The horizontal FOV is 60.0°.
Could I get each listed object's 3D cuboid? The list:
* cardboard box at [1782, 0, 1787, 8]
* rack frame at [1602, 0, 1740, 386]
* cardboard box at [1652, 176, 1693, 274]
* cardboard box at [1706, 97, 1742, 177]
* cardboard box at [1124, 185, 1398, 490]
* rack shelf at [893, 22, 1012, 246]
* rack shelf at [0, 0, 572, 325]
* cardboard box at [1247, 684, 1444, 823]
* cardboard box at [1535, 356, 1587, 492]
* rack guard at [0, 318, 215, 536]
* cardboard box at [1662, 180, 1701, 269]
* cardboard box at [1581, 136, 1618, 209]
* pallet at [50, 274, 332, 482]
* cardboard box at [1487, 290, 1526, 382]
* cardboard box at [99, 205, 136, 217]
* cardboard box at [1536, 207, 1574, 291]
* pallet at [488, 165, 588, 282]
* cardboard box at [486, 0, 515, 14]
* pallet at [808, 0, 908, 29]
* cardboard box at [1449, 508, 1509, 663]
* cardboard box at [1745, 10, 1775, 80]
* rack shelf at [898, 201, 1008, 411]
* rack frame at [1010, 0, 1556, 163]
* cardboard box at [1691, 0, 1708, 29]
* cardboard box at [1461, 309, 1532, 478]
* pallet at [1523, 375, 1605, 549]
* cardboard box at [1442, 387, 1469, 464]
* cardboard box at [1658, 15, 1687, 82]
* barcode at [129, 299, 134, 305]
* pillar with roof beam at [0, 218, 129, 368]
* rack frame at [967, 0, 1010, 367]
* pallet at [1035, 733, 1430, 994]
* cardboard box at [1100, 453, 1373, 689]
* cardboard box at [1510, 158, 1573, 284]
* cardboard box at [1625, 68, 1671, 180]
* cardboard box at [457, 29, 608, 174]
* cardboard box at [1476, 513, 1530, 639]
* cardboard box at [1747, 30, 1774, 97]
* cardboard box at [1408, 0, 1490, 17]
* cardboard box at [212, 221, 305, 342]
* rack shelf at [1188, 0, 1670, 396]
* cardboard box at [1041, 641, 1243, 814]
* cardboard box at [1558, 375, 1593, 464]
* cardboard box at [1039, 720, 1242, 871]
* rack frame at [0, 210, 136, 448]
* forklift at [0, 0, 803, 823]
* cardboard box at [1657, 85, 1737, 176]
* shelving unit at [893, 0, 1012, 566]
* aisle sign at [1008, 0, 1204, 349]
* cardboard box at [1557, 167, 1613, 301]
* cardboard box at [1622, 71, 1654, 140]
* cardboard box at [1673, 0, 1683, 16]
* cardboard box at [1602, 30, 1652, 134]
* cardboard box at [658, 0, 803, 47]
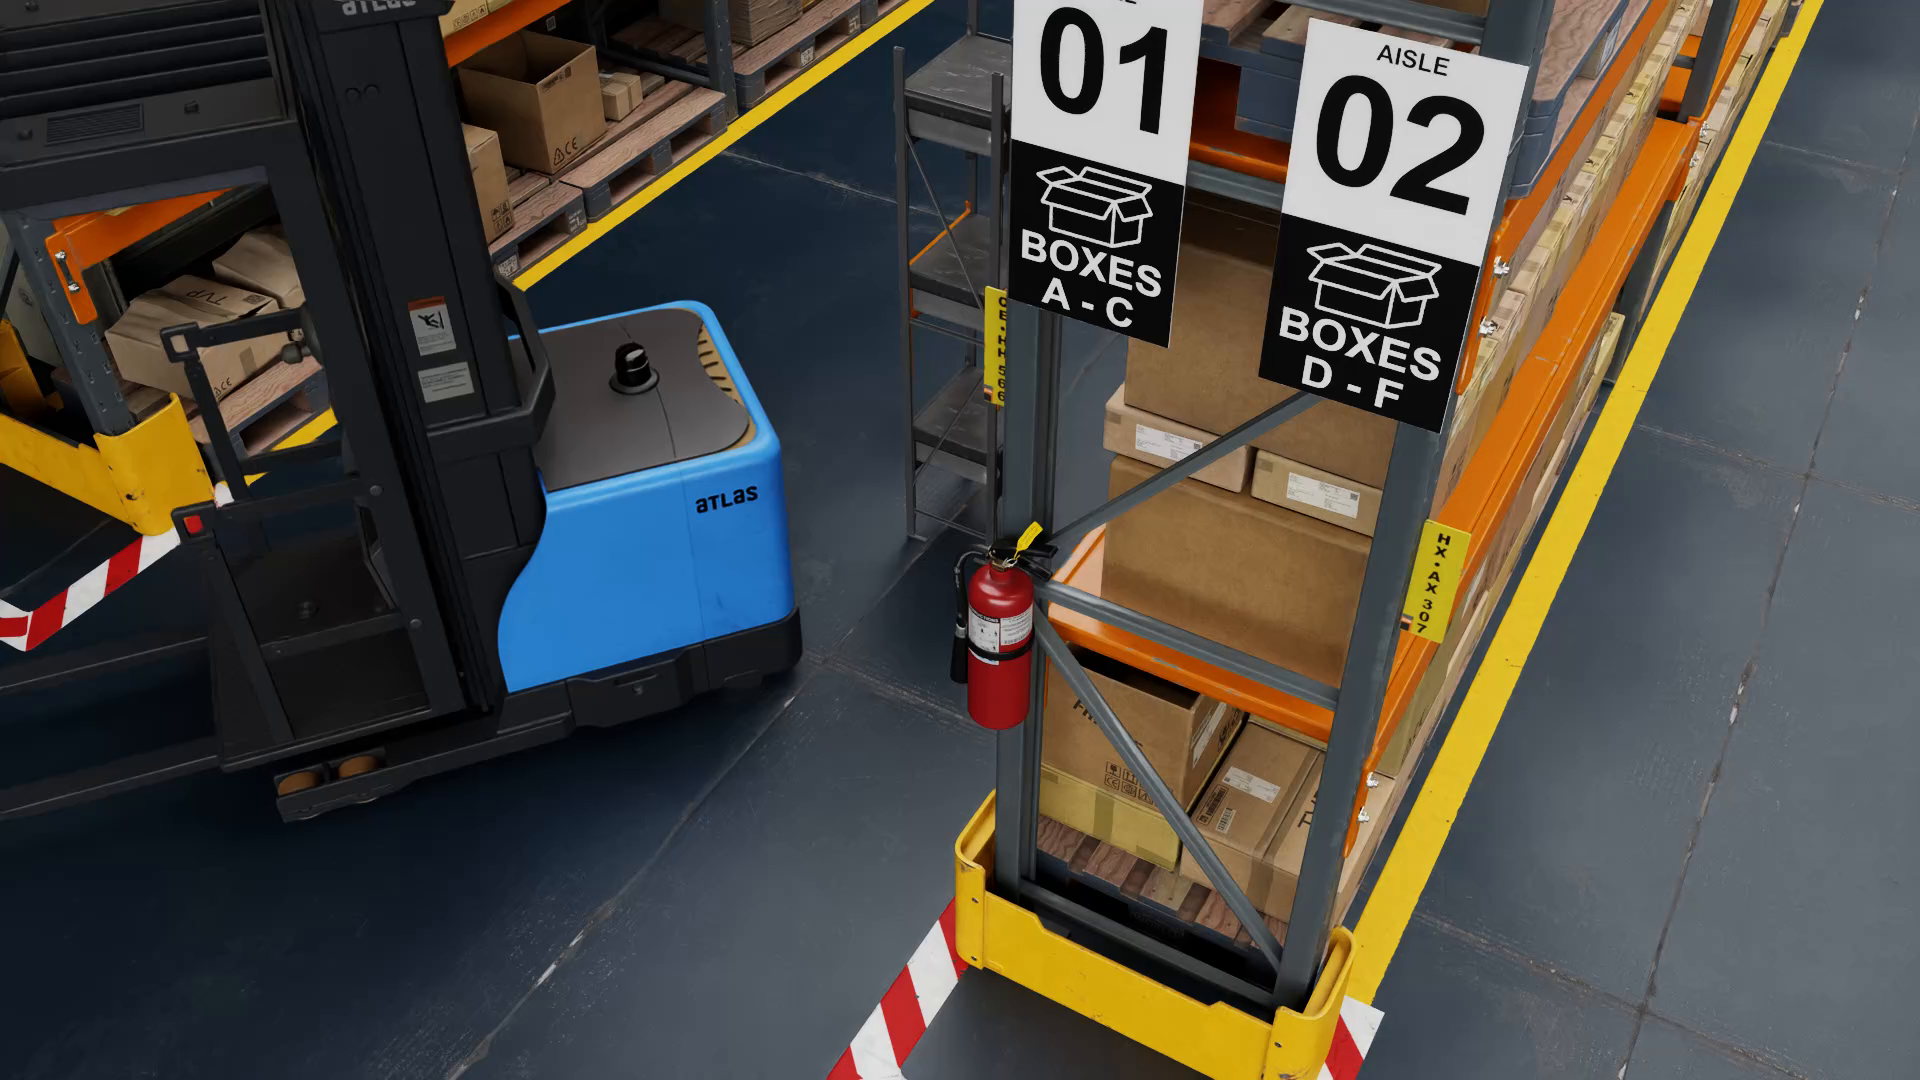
[{"bbox_3d":[4.520,-3.270,9.533,0.500,0.311,0.500,22,46,23],"label":"cardboard box"},{"bbox_3d":[2.567,-2.027,6.782,1.000,3.000,0.127,21,45,22],"label":"rack frame"},{"bbox_3d":[2.990,-1.517,7.541,0.500,0.311,0.500,21,46,22],"label":"cardboard box"},{"bbox_3d":[3.753,-2.181,8.720,0.500,0.250,0.500,22,46,23],"label":"cardboard box"},{"bbox_3d":[0.837,-0.555,4.054,0.700,0.500,0.500,21,46,22],"label":"cardboard box"},{"bbox_3d":[0.083,-1.398,5.710,0.431,0.518,0.480,21,45,22],"label":"rack shelf"},{"bbox_3d":[-2.724,-2.248,7.578,1.077,0.370,4.000,21,45,22],"label":"rack shelf"},{"bbox_3d":[1.273,0.616,5.544,0.500,0.250,0.500,21,45,22],"label":"cardboard box"},{"bbox_3d":[2.017,-0.527,6.274,0.500,0.500,0.500,21,45,22],"label":"cardboard box"},{"bbox_3d":[-3.687,-0.479,6.916,1.175,0.500,0.348,21,45,22],"label":"rack guard"},{"bbox_3d":[3.240,-1.593,8.052,0.500,0.250,0.500,22,46,23],"label":"cardboard box"},{"bbox_3d":[1.849,-1.202,5.279,0.380,0.149,0.250,22,46,23],"label":"cardboard box"},{"bbox_3d":[-3.250,-0.824,7.526,1.003,0.211,1.213,21,45,22],"label":"pallet"},{"bbox_3d":[1.332,-0.610,4.607,0.380,0.149,0.250,20,45,21],"label":"cardboard box"},{"bbox_3d":[-3.206,-1.499,6.281,0.500,0.250,0.500,20,45,21],"label":"cardboard box"},{"bbox_3d":[1.591,-0.910,4.947,0.380,0.149,0.250,20,45,22],"label":"cardboard box"},{"bbox_3d":[-2.639,-1.520,8.316,1.003,0.211,1.213,21,45,22],"label":"pallet"},{"bbox_3d":[-2.193,-2.668,7.608,0.500,0.250,0.500,21,45,22],"label":"cardboard box"},{"bbox_3d":[-0.726,-3.763,10.863,1.003,0.211,1.213,21,45,22],"label":"pallet"},{"bbox_3d":[1.514,0.045,5.625,0.500,0.500,0.500,21,45,22],"label":"cardboard box"},{"bbox_3d":[4.010,-2.683,8.865,0.500,0.311,0.500,21,45,22],"label":"cardboard box"},{"bbox_3d":[0.083,-0.872,6.173,0.431,0.518,0.480,21,45,22],"label":"rack shelf"},{"bbox_3d":[0.565,-1.989,2.200,1.000,3.000,0.127,21,45,22],"label":"rack frame"},{"bbox_3d":[2.617,-2.081,6.277,0.380,0.149,0.250,21,45,22],"label":"cardboard box"},{"bbox_3d":[1.322,-0.623,5.112,0.700,0.500,0.500,21,46,22],"label":"cardboard box"},{"bbox_3d":[2.133,-0.539,7.202,1.003,0.211,1.213,21,45,22],"label":"pallet"},{"bbox_3d":[1.078,-0.324,4.282,0.380,0.149,0.250,20,45,21],"label":"cardboard box"},{"bbox_3d":[2.362,-1.790,5.946,0.380,0.149,0.250,20,45,21],"label":"cardboard box"},{"bbox_3d":[-3.638,-1.042,7.359,0.001,0.075,0.075,21,45,22],"label":"barcode"},{"bbox_3d":[-0.397,-2.888,3.221,9.100,9.000,0.400,21,45,22],"label":"pillar with roof beam"},{"bbox_3d":[0.205,-1.022,6.322,0.400,2.100,0.015,21,45,22],"label":"rack frame"},{"bbox_3d":[0.912,0.857,5.617,1.003,0.211,1.213,21,45,22],"label":"pallet"},{"bbox_3d":[0.810,-0.038,4.448,0.700,0.500,0.500,21,45,22],"label":"cardboard box"},{"bbox_3d":[1.347,-1.147,4.725,0.700,0.500,0.500,21,46,22],"label":"cardboard box"},{"bbox_3d":[2.351,-1.808,6.458,0.700,0.500,0.500,20,45,21],"label":"cardboard box"},{"bbox_3d":[-2.208,-2.283,8.631,0.500,0.500,0.500,18,44,19],"label":"cardboard box"},{"bbox_3d":[1.778,0.045,6.192,0.500,0.250,0.500,21,45,22],"label":"cardboard box"},{"bbox_3d":[4.262,-2.763,9.381,0.500,0.250,0.500,20,45,22],"label":"cardboard box"},{"bbox_3d":[0.857,-1.440,3.344,0.797,0.503,0.637,24,47,25],"label":"cardboard box"},{"bbox_3d":[-3.016,-1.222,7.570,0.500,0.311,0.500,25,47,25],"label":"cardboard box"},{"bbox_3d":[1.566,-1.738,4.729,1.077,0.370,4.000,21,45,22],"label":"rack shelf"},{"bbox_3d":[0.576,0.450,5.165,0.500,0.500,0.500,21,45,22],"label":"cardboard box"},{"bbox_3d":[2.266,-0.532,6.847,0.500,0.250,0.500,21,45,22],"label":"cardboard box"},{"bbox_3d":[0.578,0.732,5.412,0.500,0.250,0.500,21,45,22],"label":"cardboard box"},{"bbox_3d":[-3.725,-1.374,6.041,1.000,3.000,0.127,21,45,22],"label":"rack frame"},{"bbox_3d":[-2.153,-0.545,5.152,3.031,2.935,1.130,-15,43,-16],"label":"forklift"},{"bbox_3d":[3.503,-2.098,8.201,0.500,0.311,0.500,19,45,21],"label":"cardboard box"},{"bbox_3d":[0.083,-0.883,6.164,0.431,2.100,0.503,21,45,22],"label":"shelving unit"},{"bbox_3d":[0.278,-0.773,3.391,0.394,0.787,0.004,21,45,22],"label":"aisle sign"},{"bbox_3d":[1.838,-1.218,5.788,0.700,0.500,0.500,22,46,23],"label":"cardboard box"},{"bbox_3d":[2.106,-1.500,5.617,0.380,0.149,0.250,21,45,22],"label":"cardboard box"},{"bbox_3d":[2.351,-2.295,6.029,0.700,0.500,0.500,21,46,22],"label":"cardboard box"},{"bbox_3d":[1.848,-1.719,5.375,0.700,0.500,0.500,21,45,22],"label":"cardboard box"},{"bbox_3d":[-1.370,-3.316,9.805,0.700,0.500,0.500,22,46,23],"label":"cardboard box"}]
